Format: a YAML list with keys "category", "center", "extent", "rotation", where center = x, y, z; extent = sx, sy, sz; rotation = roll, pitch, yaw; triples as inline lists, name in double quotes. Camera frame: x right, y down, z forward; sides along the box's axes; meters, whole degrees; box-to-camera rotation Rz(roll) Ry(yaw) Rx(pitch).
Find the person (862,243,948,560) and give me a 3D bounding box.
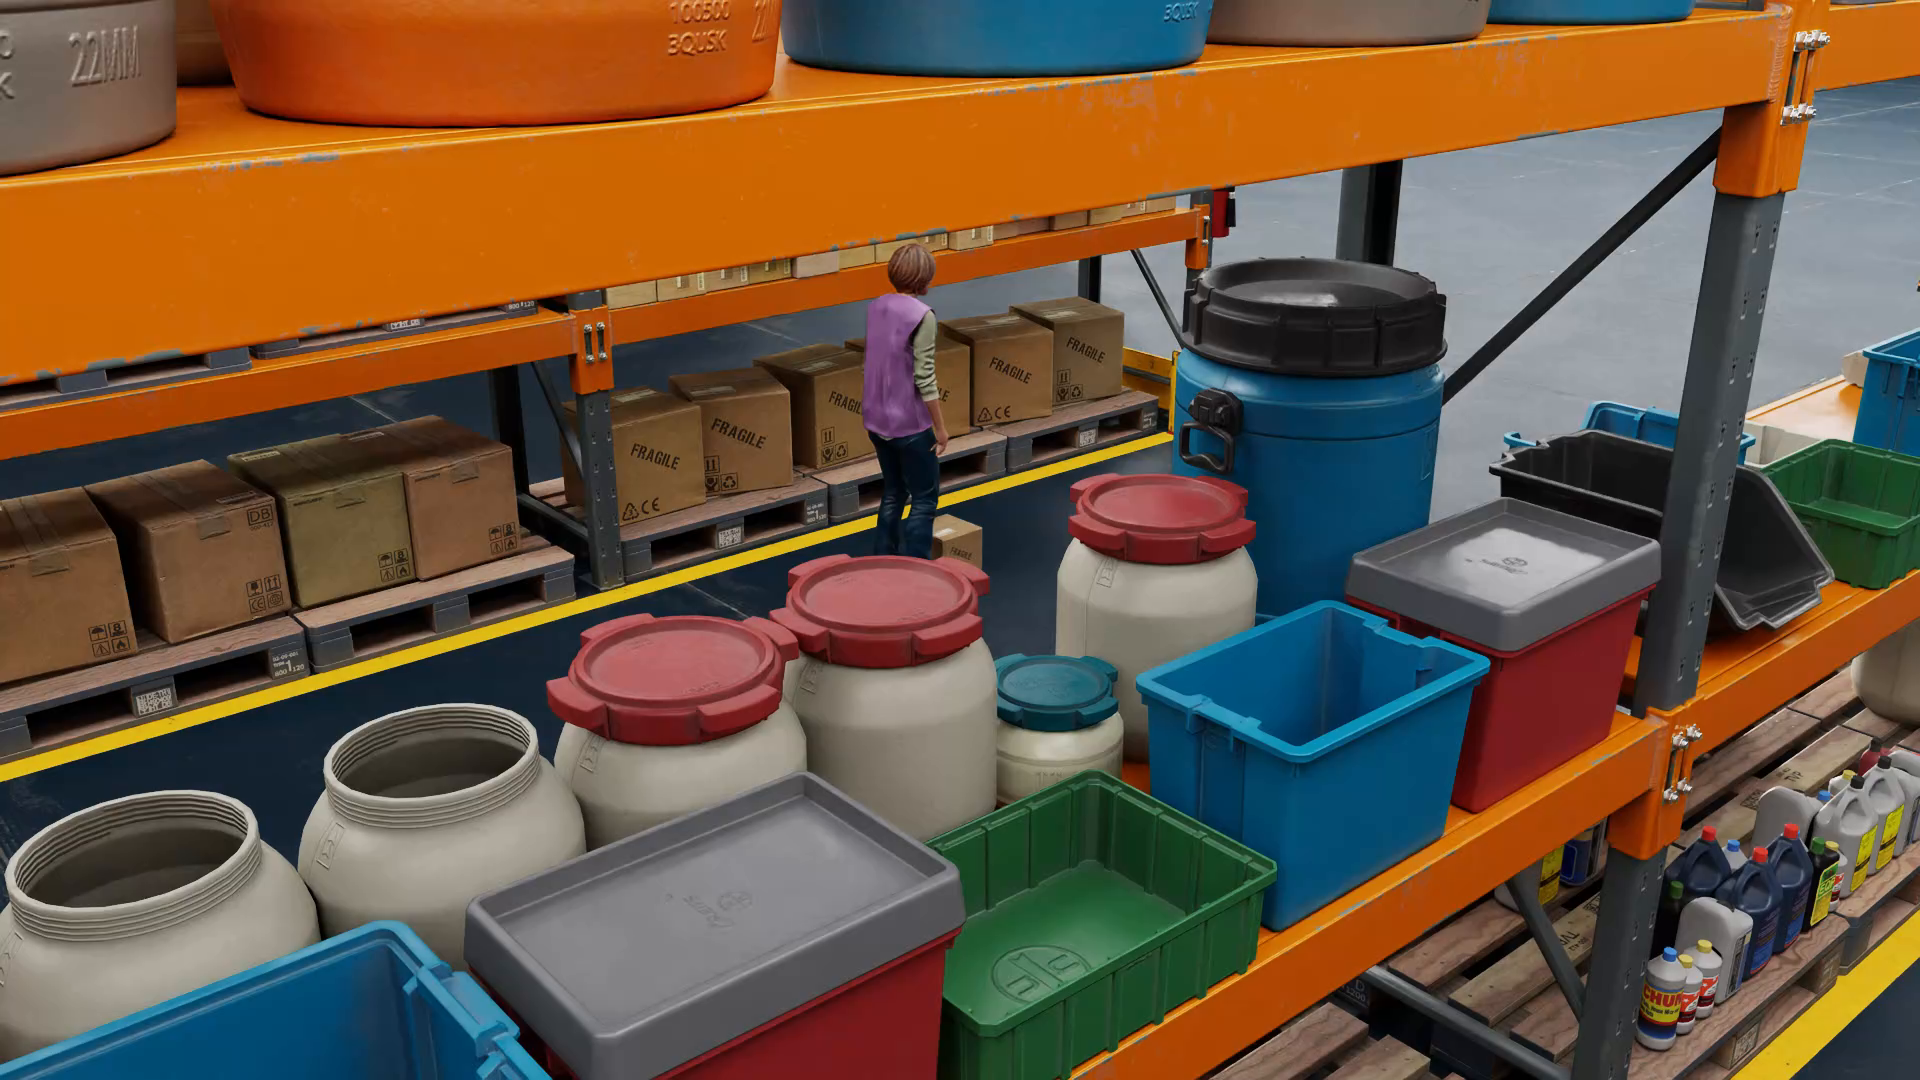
- category: "person"
  center: [-0.244, -0.514, 7.418]
  extent: [0.349, 1.593, 0.473]
  rotation: [-18, 27, -38]
